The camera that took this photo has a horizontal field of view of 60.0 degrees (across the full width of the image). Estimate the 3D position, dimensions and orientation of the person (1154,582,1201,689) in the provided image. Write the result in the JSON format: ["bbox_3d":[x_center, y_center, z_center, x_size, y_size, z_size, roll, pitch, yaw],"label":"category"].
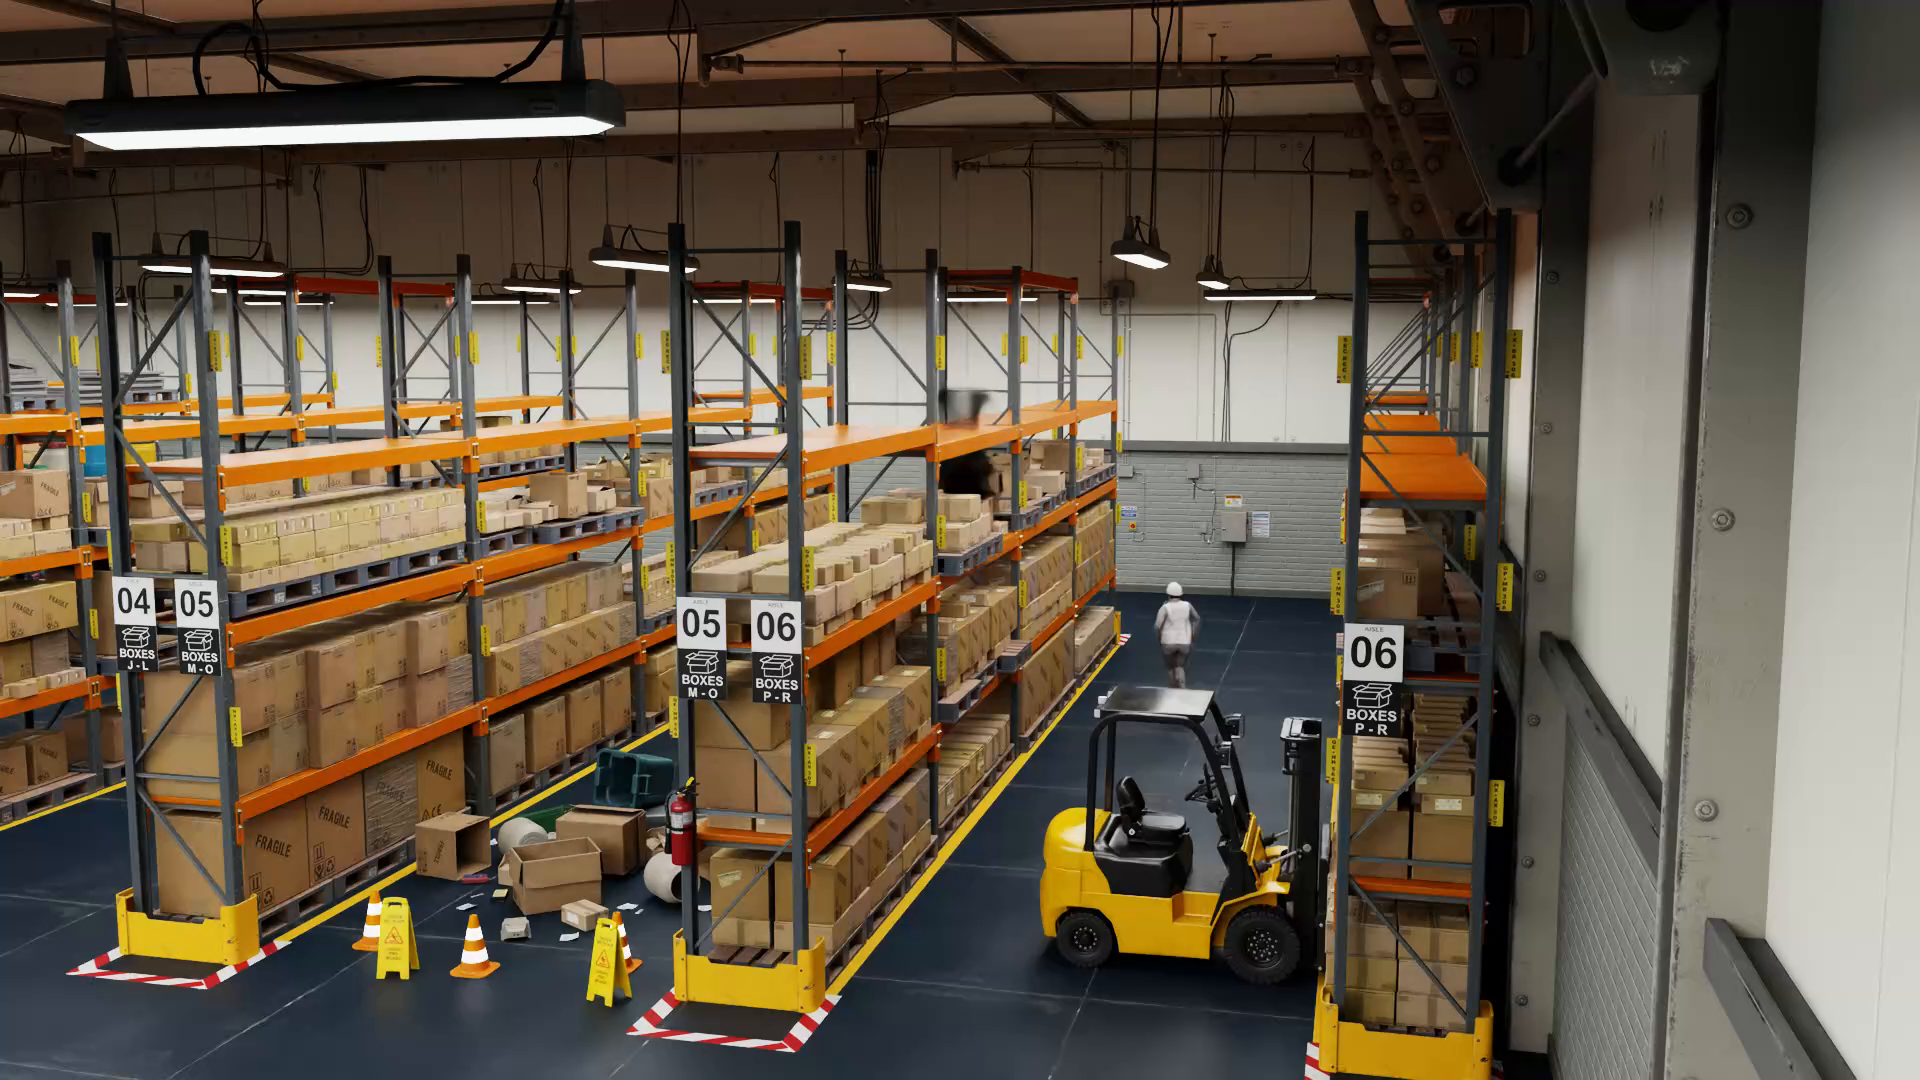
[{"bbox_3d":[3.075,1.461,23.462,0.697,1.726,0.598,-1,7,-8],"label":"person"}]
